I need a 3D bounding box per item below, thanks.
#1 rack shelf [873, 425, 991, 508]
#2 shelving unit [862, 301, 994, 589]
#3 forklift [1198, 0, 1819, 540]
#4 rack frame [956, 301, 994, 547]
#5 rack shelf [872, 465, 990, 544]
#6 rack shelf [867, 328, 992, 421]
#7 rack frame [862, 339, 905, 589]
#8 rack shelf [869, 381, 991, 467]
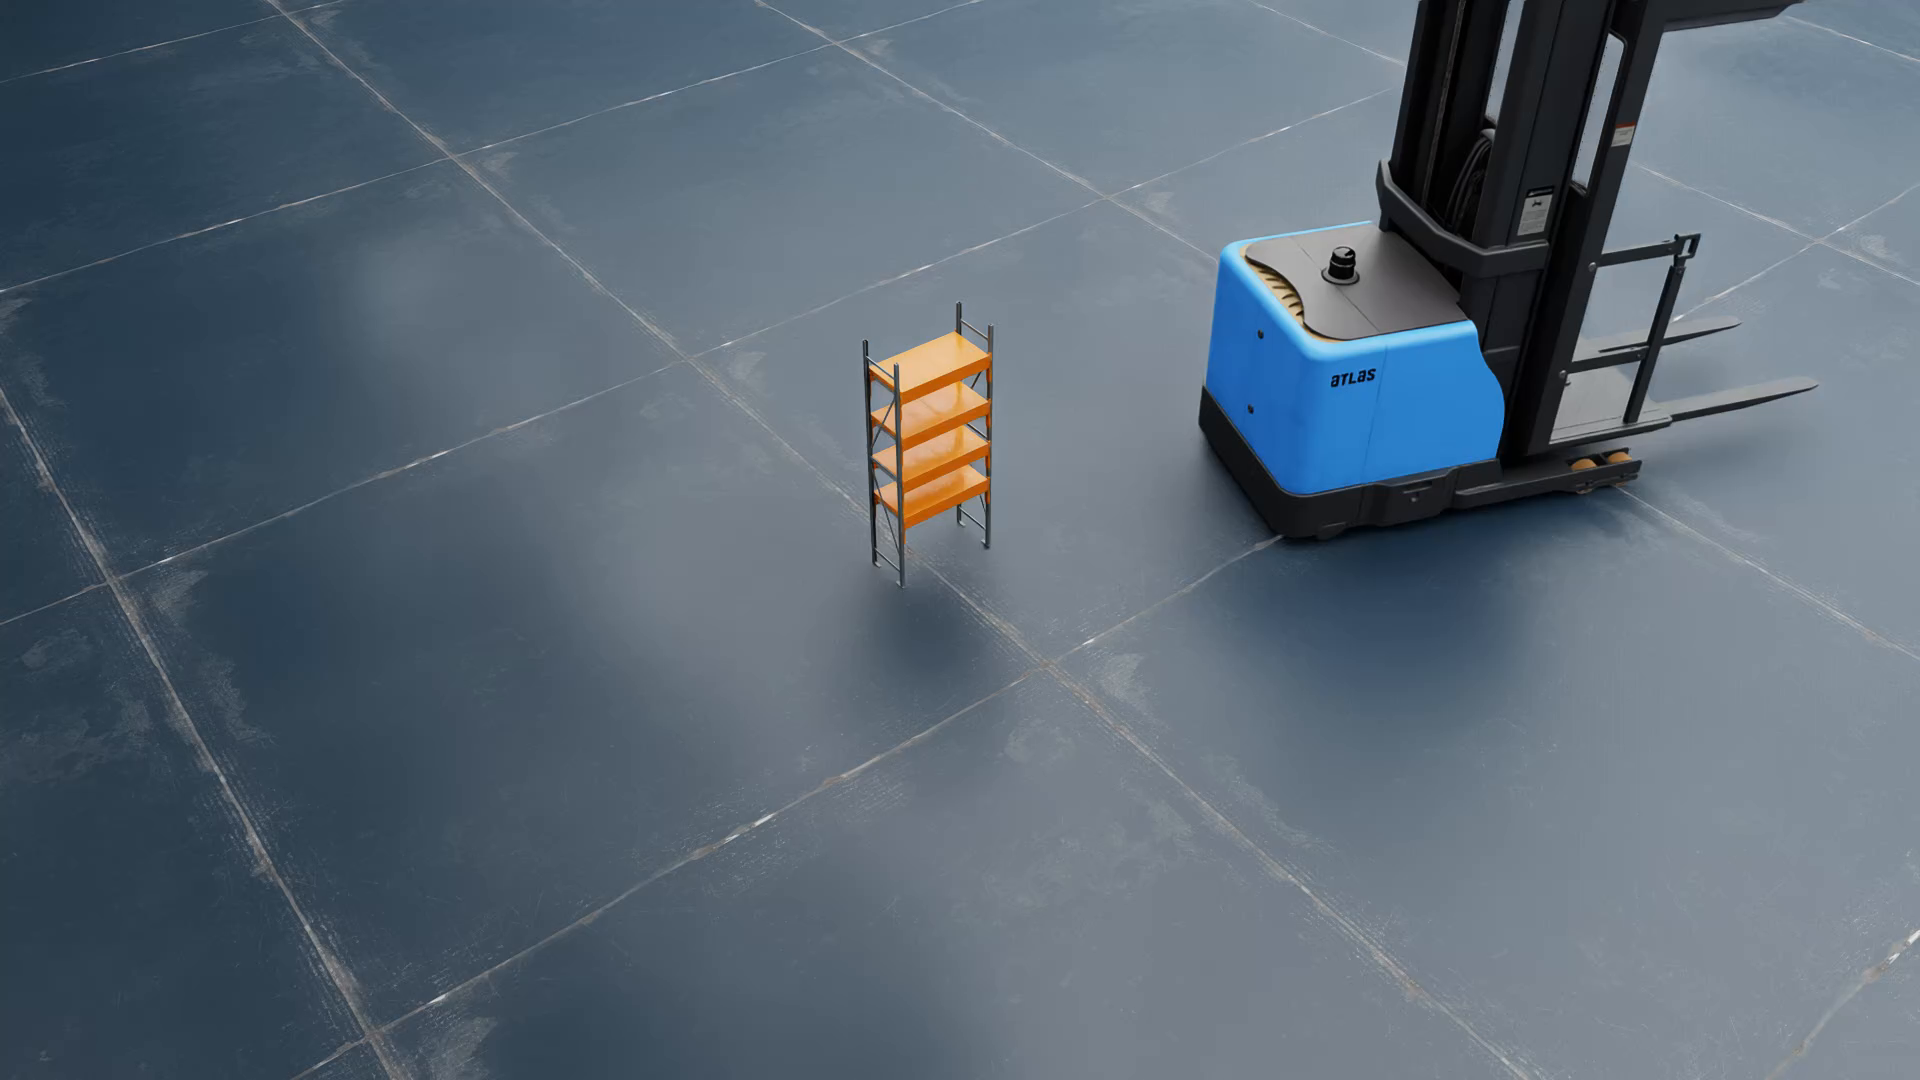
[{"bbox_3d":[-0.131,-0.348,7.334,0.480,0.148,0.258,-26,46,-28],"label":"rack shelf"},{"bbox_3d":[-0.131,-0.400,7.291,0.503,1.200,0.258,-26,46,-28],"label":"shelving unit"},{"bbox_3d":[2.772,-1.667,7.471,3.031,2.935,1.130,-11,41,-13],"label":"forklift"},{"bbox_3d":[0.062,-0.494,7.406,0.015,1.200,0.240,-26,46,-28],"label":"rack frame"},{"bbox_3d":[-0.131,-0.194,7.460,0.480,0.148,0.258,-26,46,-28],"label":"rack shelf"},{"bbox_3d":[-0.131,-0.704,7.042,0.480,0.148,0.258,-26,46,-28],"label":"rack shelf"},{"bbox_3d":[-0.325,-0.306,7.177,0.015,1.200,0.240,-26,46,-28],"label":"rack frame"},{"bbox_3d":[-0.131,-0.521,7.192,0.480,0.148,0.258,-26,46,-28],"label":"rack shelf"}]
